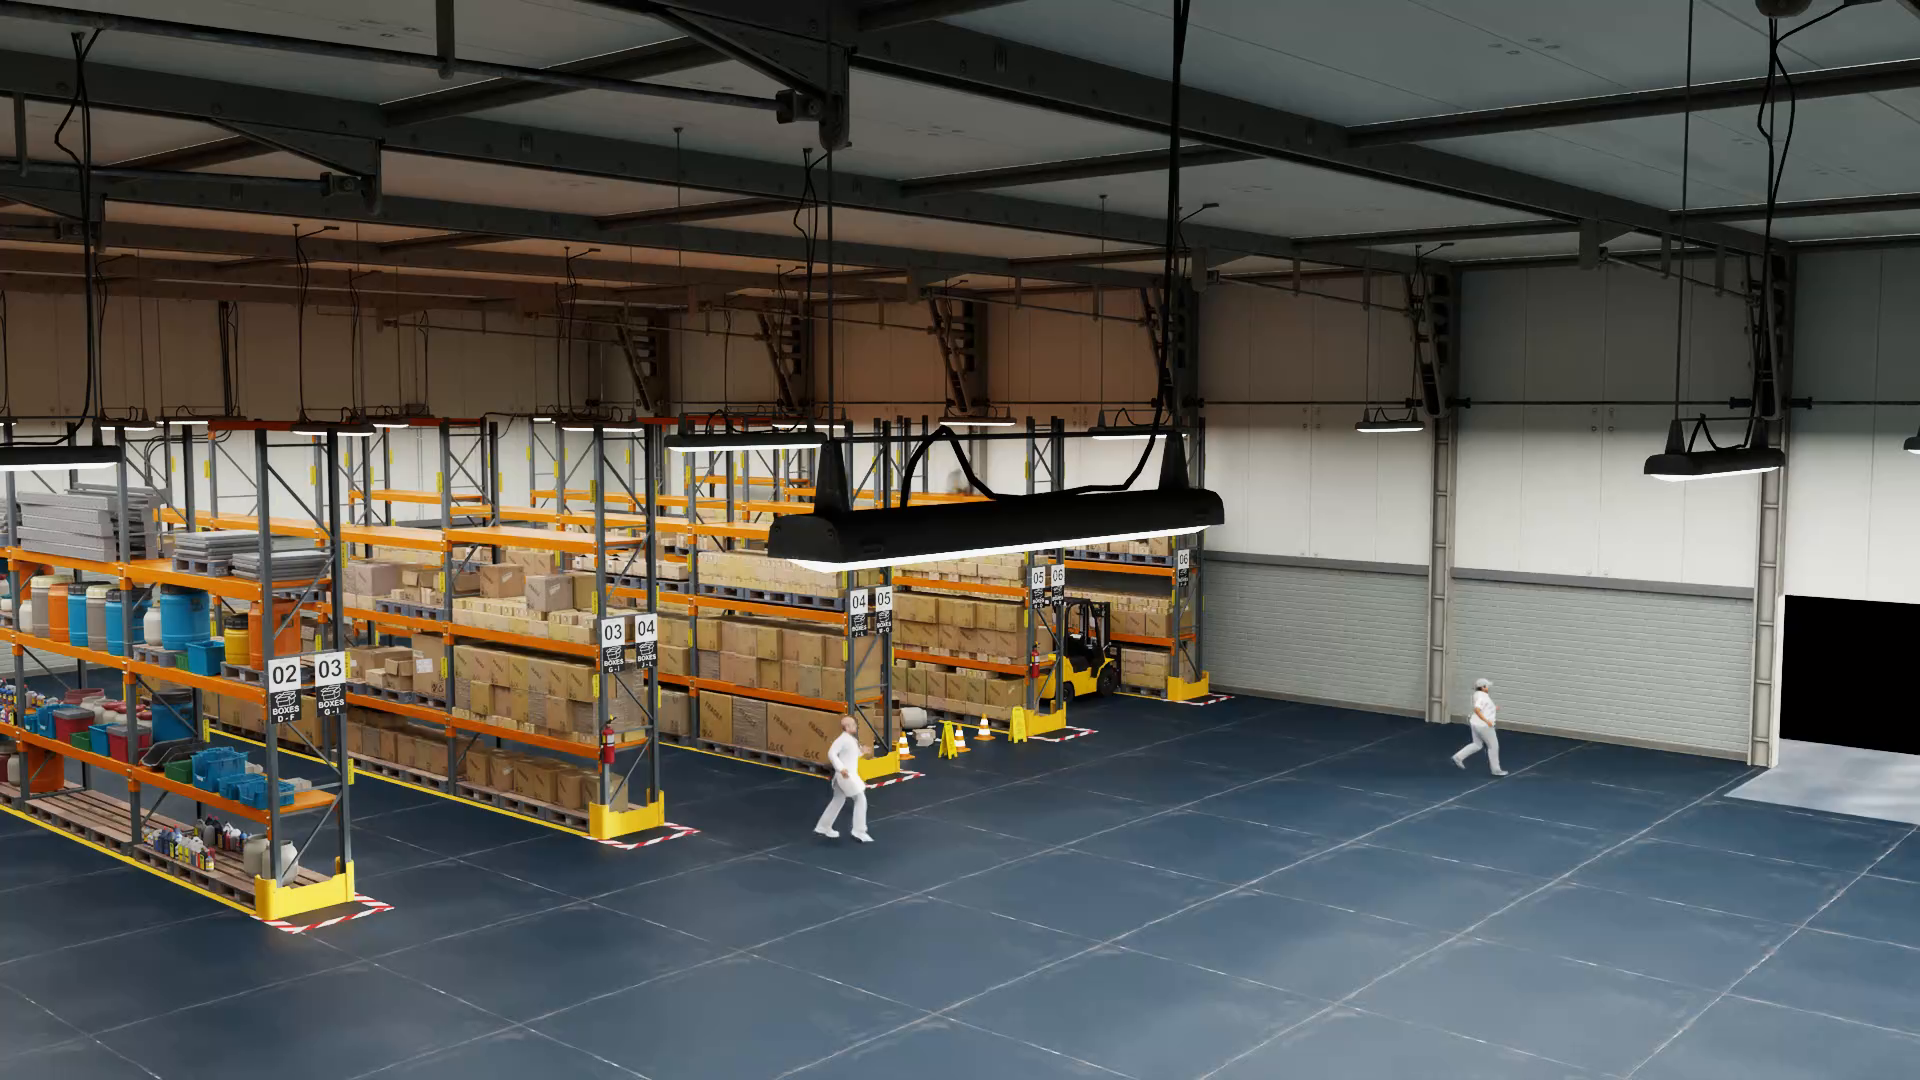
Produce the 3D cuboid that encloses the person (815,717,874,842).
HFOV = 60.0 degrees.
[{"bbox_3d":[-1.679,3.462,23.976,0.866,1.852,0.669,-1,5,-13],"label":"person"}]

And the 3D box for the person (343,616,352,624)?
[{"bbox_3d":[-14.373,2.200,39.135,0.658,1.751,0.871,3,5,28],"label":"person"}]

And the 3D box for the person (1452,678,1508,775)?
[{"bbox_3d":[8.833,3.156,28.164,0.918,1.643,0.614,0,5,-3],"label":"person"}]
